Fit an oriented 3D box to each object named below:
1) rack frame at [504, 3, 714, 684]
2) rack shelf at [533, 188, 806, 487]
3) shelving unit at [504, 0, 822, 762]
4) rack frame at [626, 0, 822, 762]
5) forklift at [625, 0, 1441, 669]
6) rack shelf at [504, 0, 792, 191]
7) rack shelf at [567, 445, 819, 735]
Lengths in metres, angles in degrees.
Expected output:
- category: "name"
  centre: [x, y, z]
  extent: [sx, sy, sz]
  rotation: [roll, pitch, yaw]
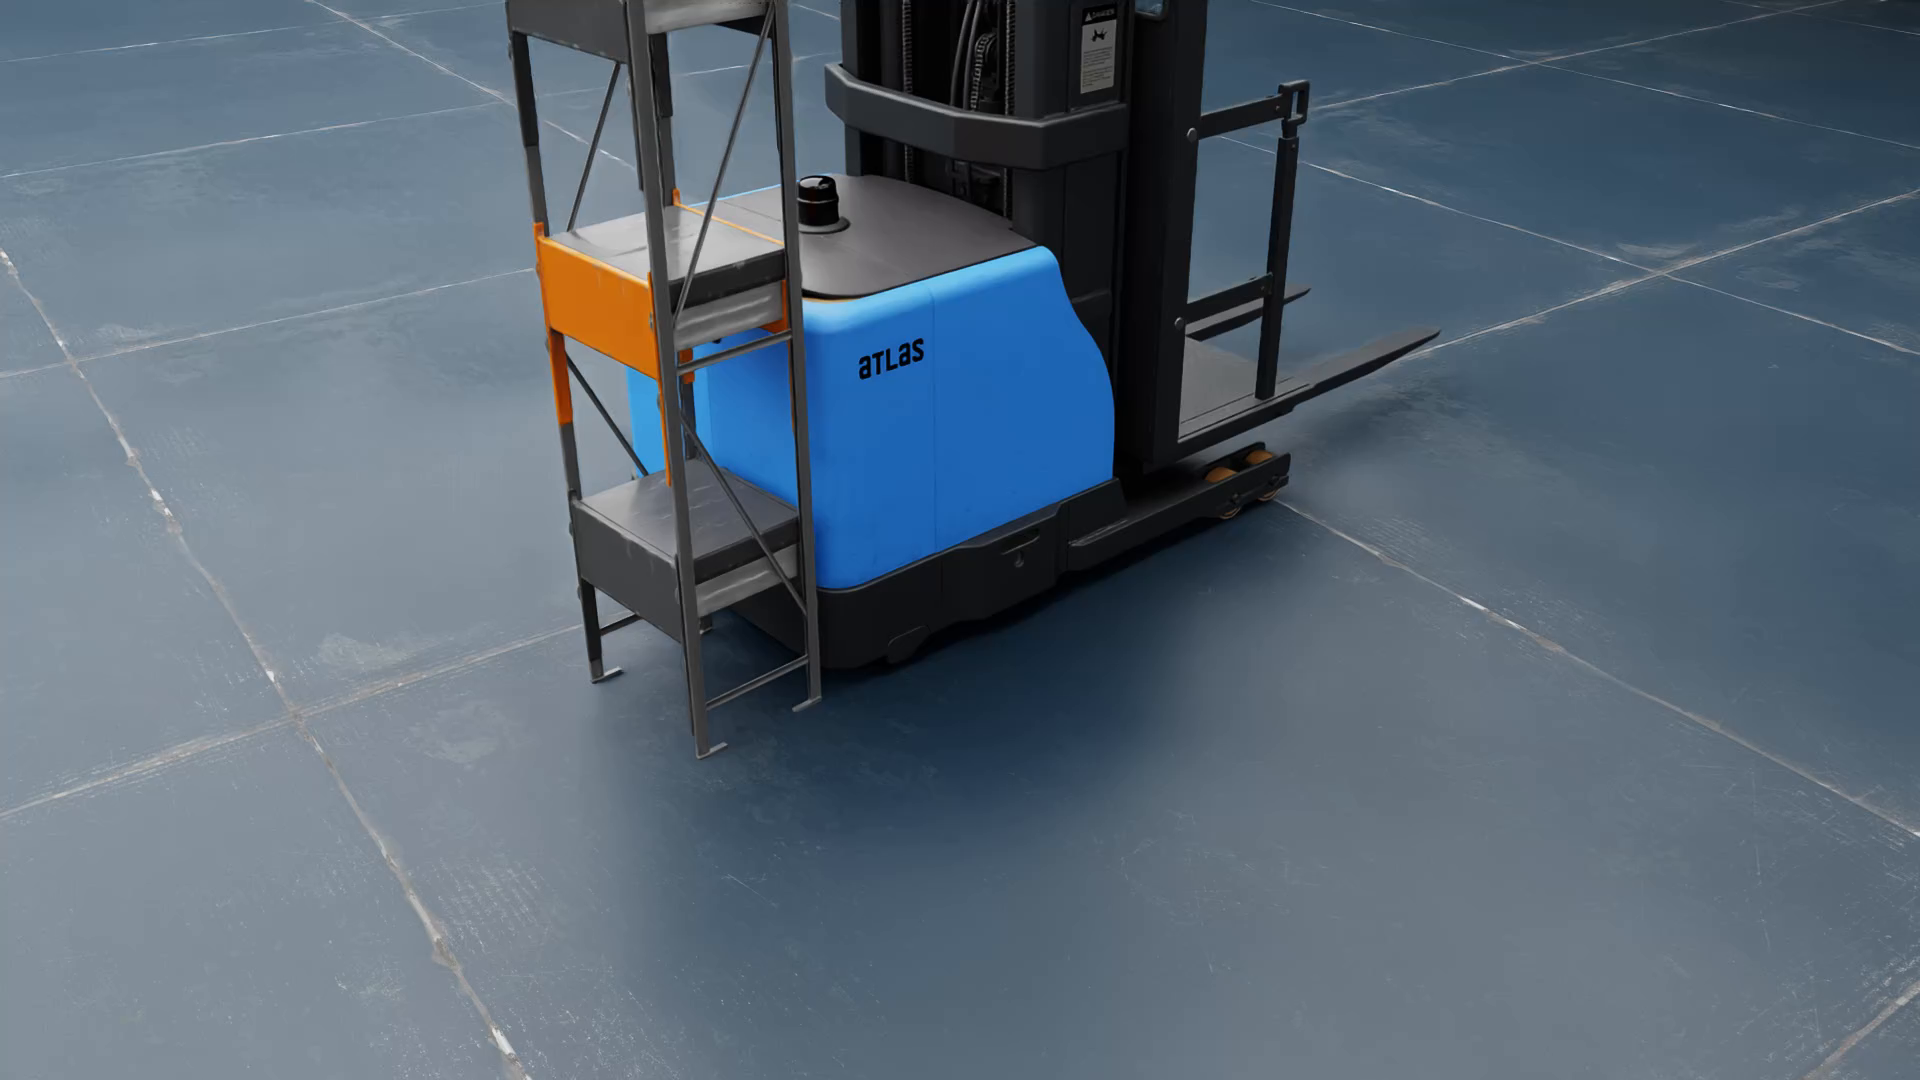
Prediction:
- category: "rack frame"
  centre: [-0.857, -0.597, 4.149]
  extent: [0.400, 2.100, 0.015]
  rotation: [-24, 37, -37]
- category: "rack shelf"
  centre: [-0.689, -0.501, 4.000]
  extent: [0.431, 0.518, 0.480]
  rotation: [-24, 37, -37]
- category: "shelving unit"
  centre: [-0.689, -0.513, 3.994]
  extent: [0.431, 2.100, 0.503]
  rotation: [-24, 37, -37]
- category: "rack frame"
  centre: [-0.521, -0.429, 3.838]
  extent: [0.400, 2.100, 0.015]
  rotation: [-24, 37, -37]
- category: "forklift"
  centre: [0.453, -1.523, 4.983]
  extent: [3.031, 2.935, 1.130]
  rotation: [-23, 36, -36]
- category: "rack shelf"
  centre: [-0.690, -1.116, 3.666]
  extent: [0.431, 0.518, 0.480]
  rotation: [-24, 37, -37]
- category: "rack shelf"
  centre: [-0.689, 0.114, 4.335]
  extent: [0.431, 0.518, 0.480]
  rotation: [-24, 37, -37]
